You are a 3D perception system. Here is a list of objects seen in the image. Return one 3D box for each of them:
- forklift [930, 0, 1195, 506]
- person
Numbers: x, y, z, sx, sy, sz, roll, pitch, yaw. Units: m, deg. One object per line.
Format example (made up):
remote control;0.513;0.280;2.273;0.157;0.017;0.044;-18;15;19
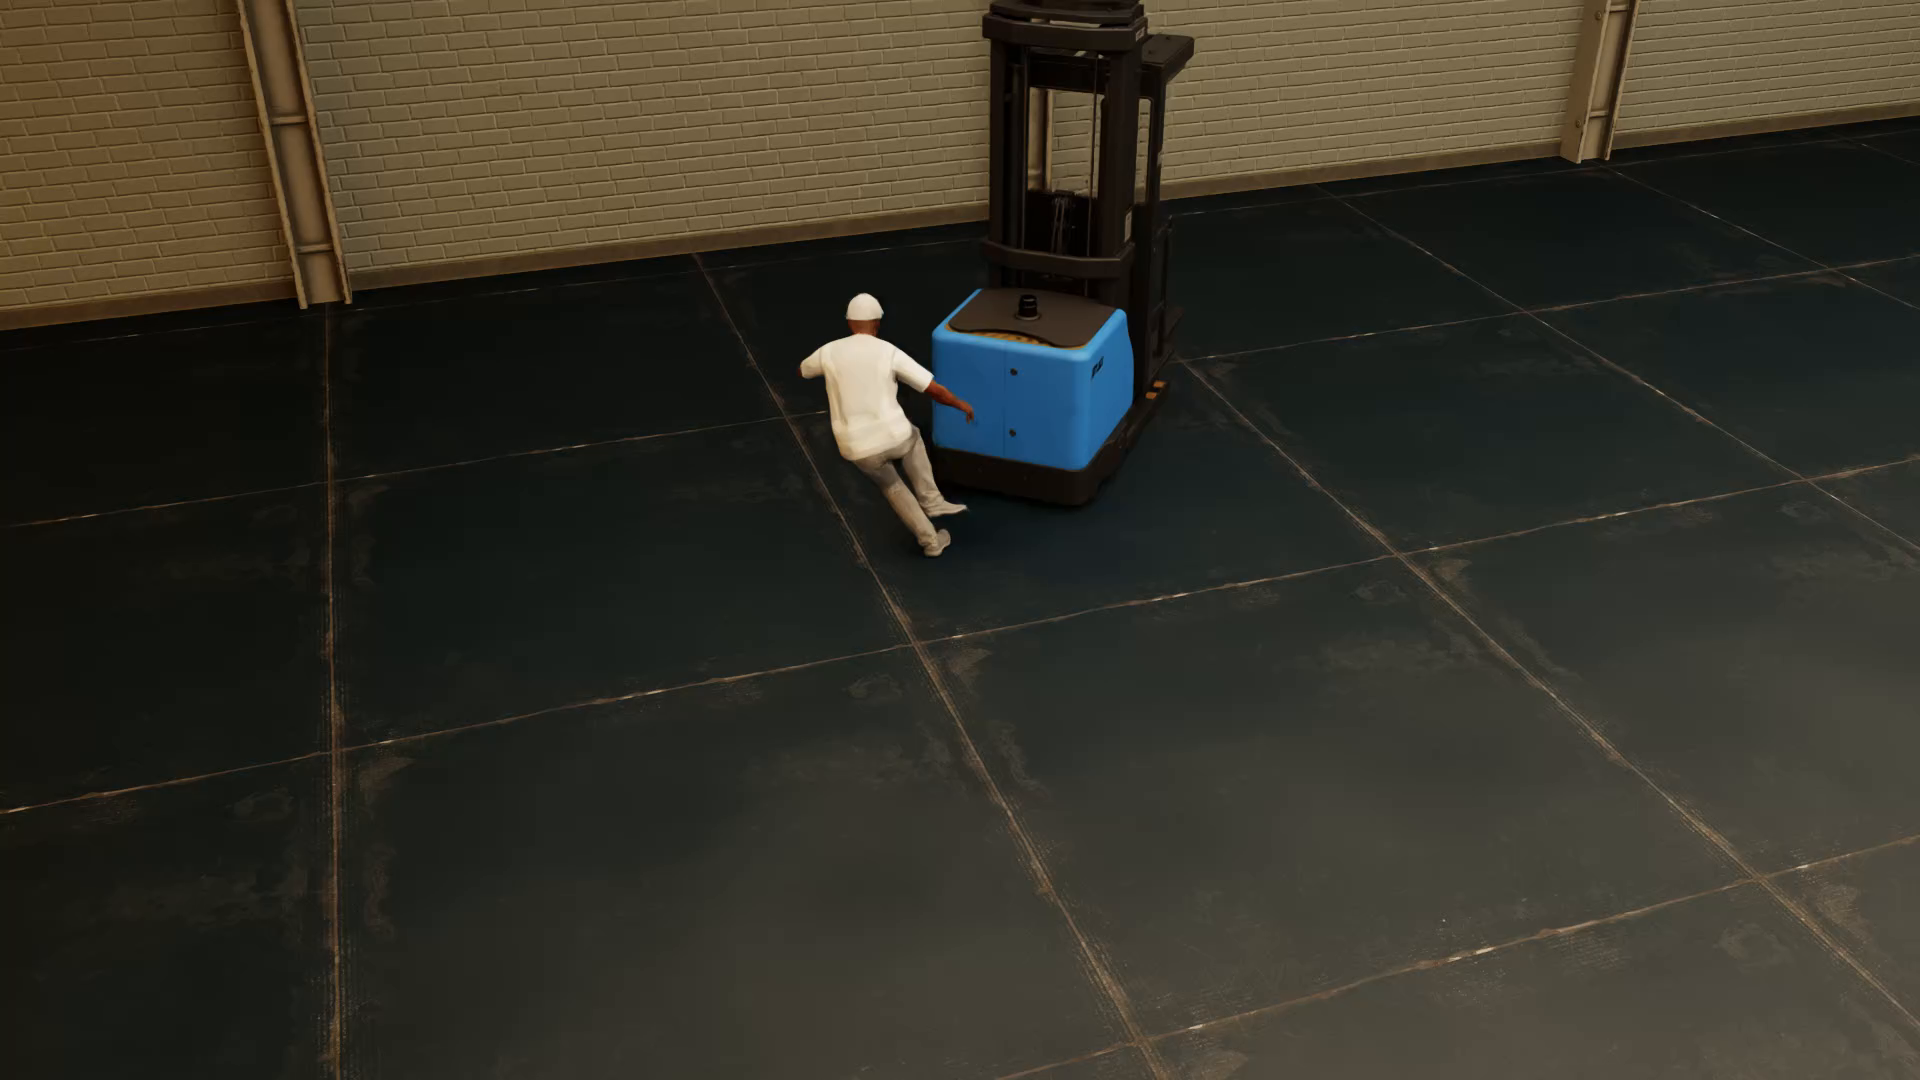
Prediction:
forklift;0.831;-2.202;10.914;1.130;2.935;3.031;11;32;19
person;-0.428;-0.709;9.754;1.018;1.526;0.907;-3;30;-5
